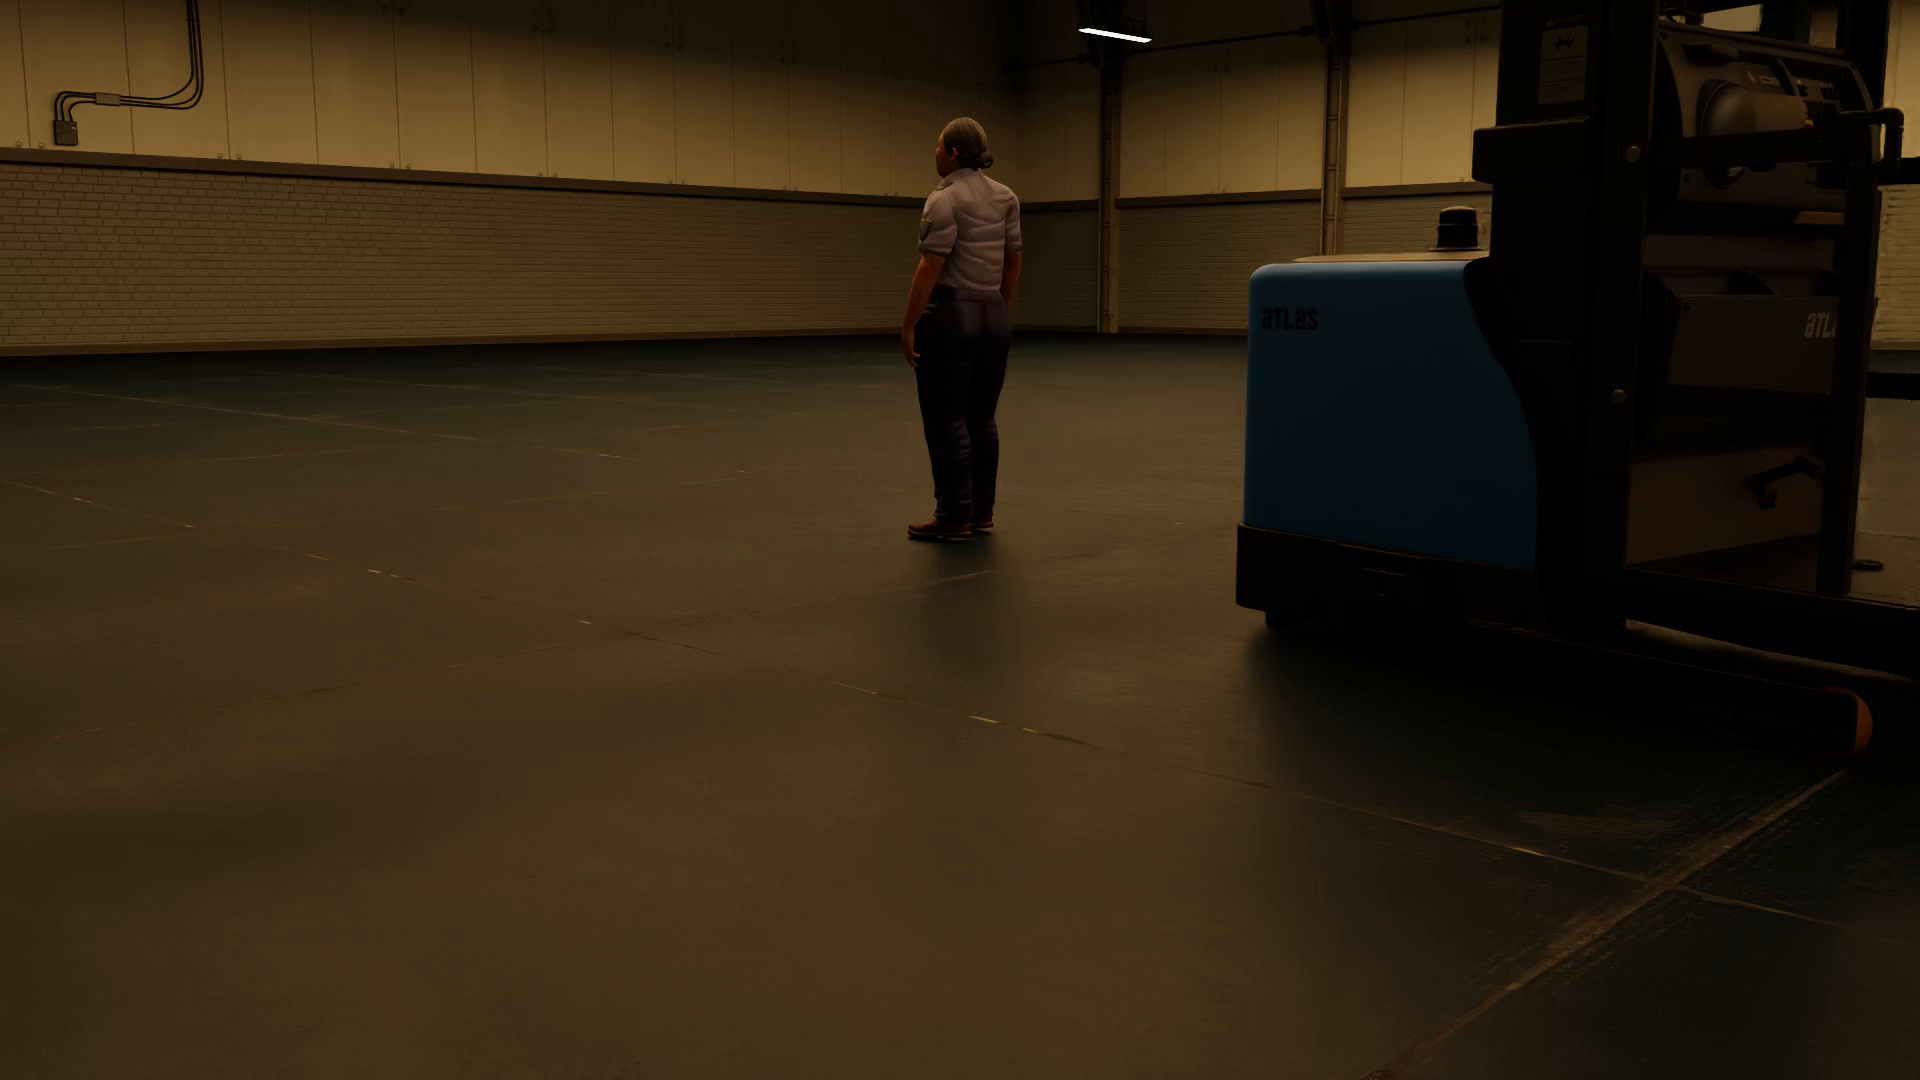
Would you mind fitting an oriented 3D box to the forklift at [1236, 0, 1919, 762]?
[{"bbox_3d":[2.101,-1.055,3.881,1.130,2.935,3.031,-6,11,-36],"label":"forklift"}]

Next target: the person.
[{"bbox_3d":[-0.049,-0.834,6.671,0.503,1.650,0.599,8,12,43],"label":"person"}]
